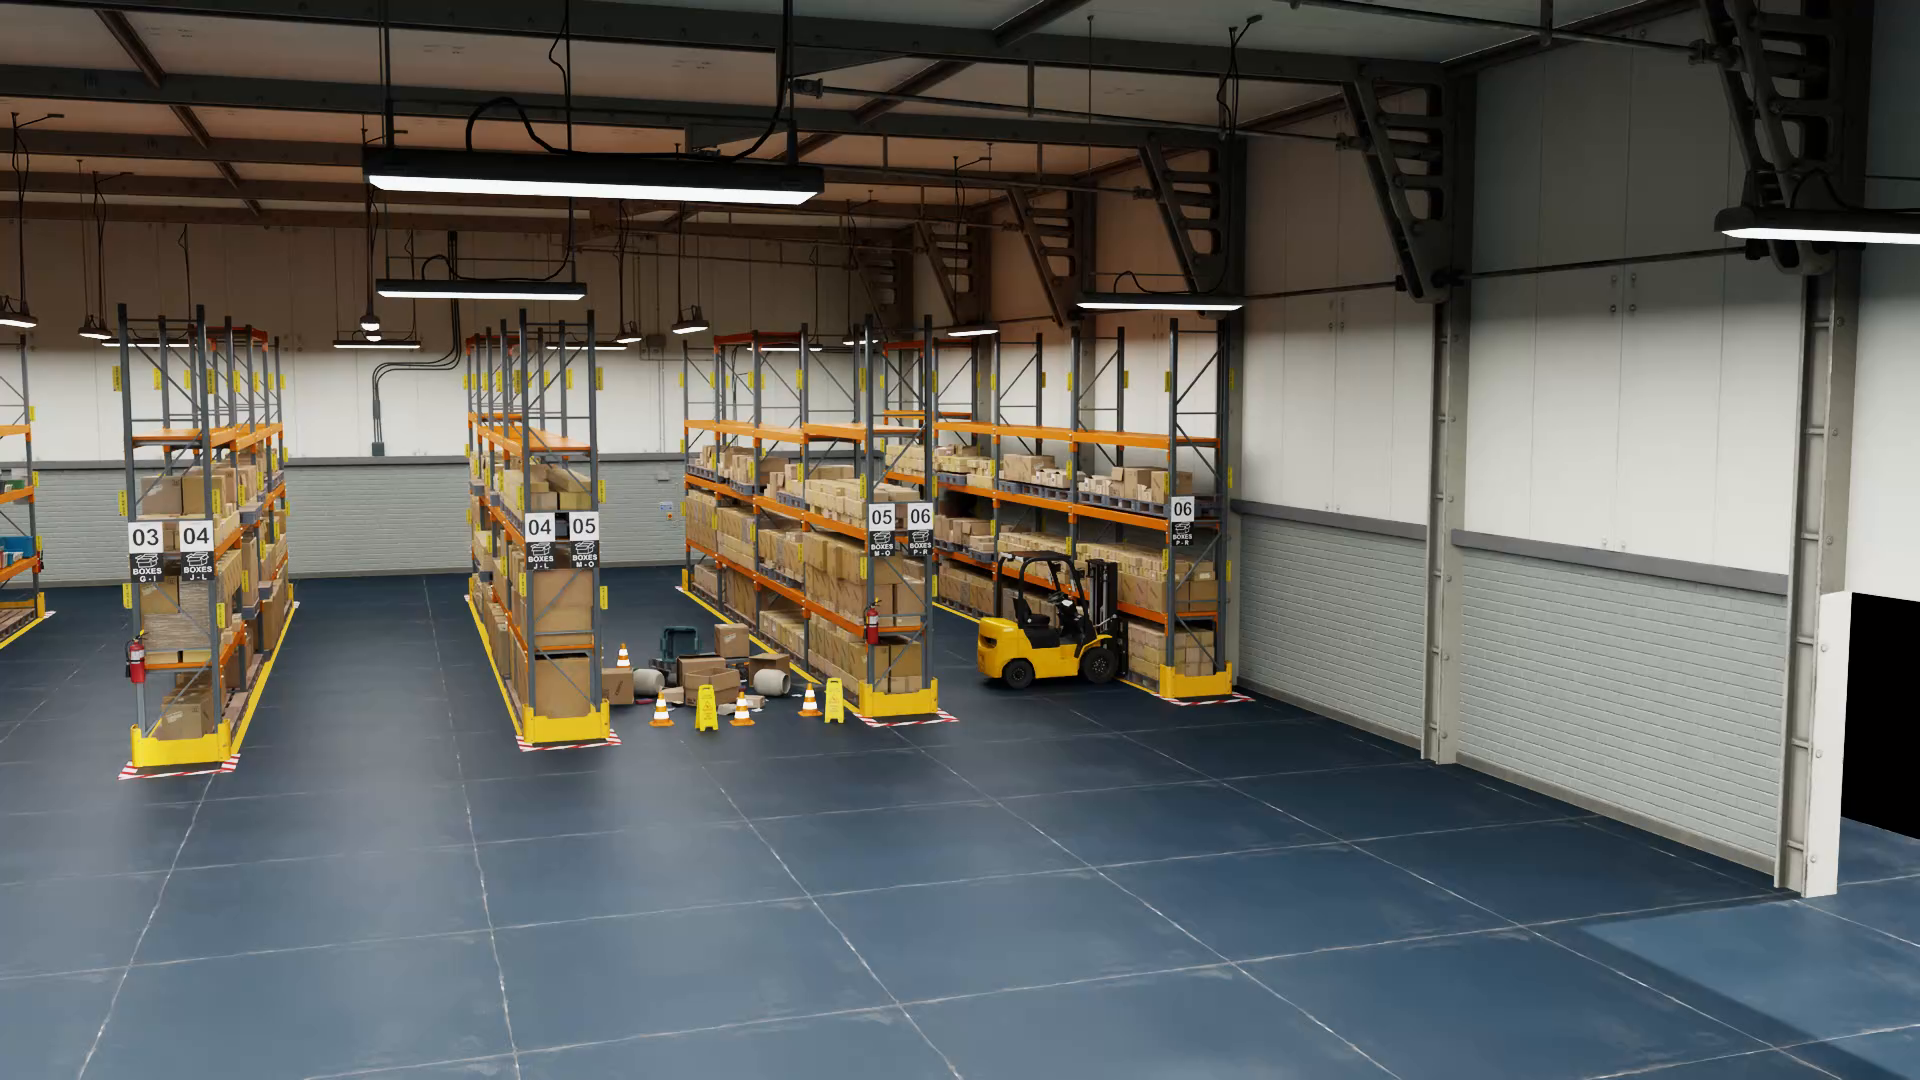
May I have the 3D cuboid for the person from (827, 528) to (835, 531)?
[{"bbox_3d":[-2.879,0.497,36.559,0.698,1.624,1.101,0,5,0],"label":"person"}]
